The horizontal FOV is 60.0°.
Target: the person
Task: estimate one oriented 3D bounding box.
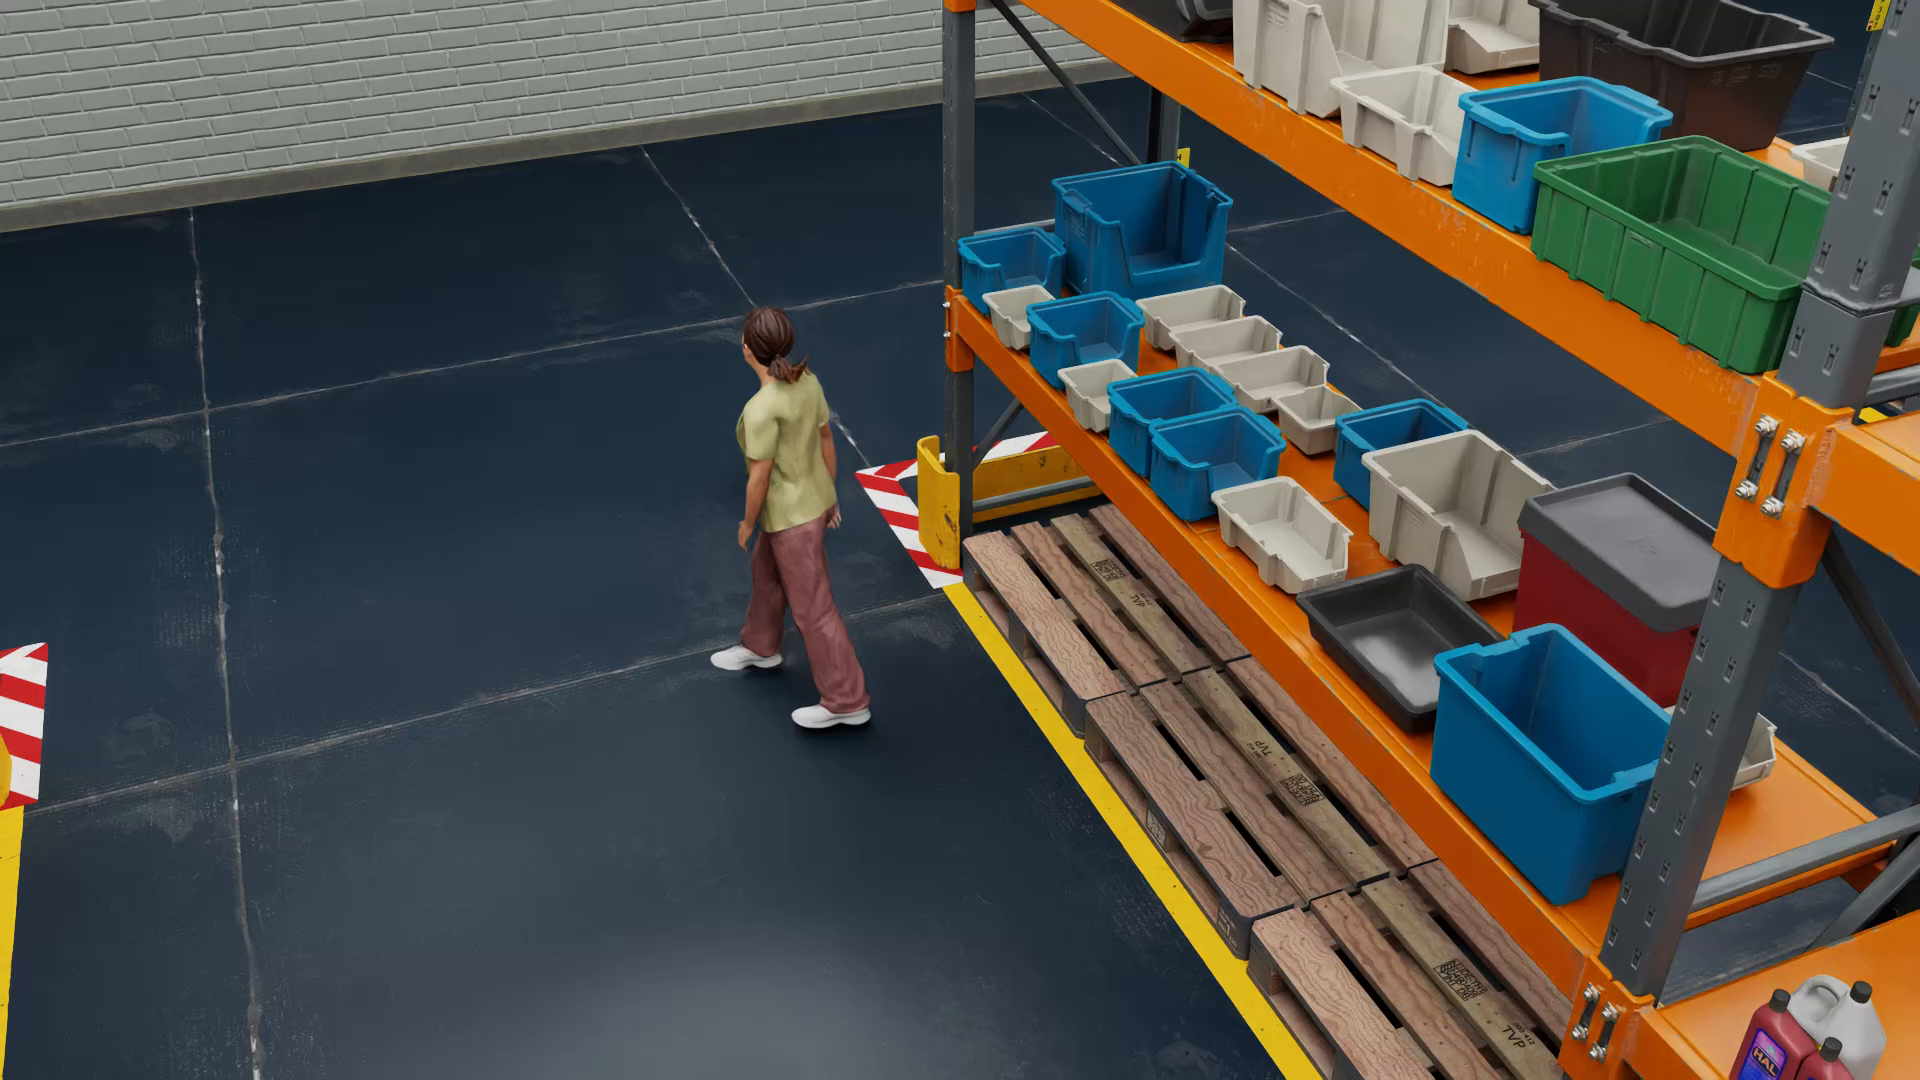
[{"bbox_3d":[-0.675,-0.083,6.309,0.790,1.660,0.540,11,35,16],"label":"person"}]
